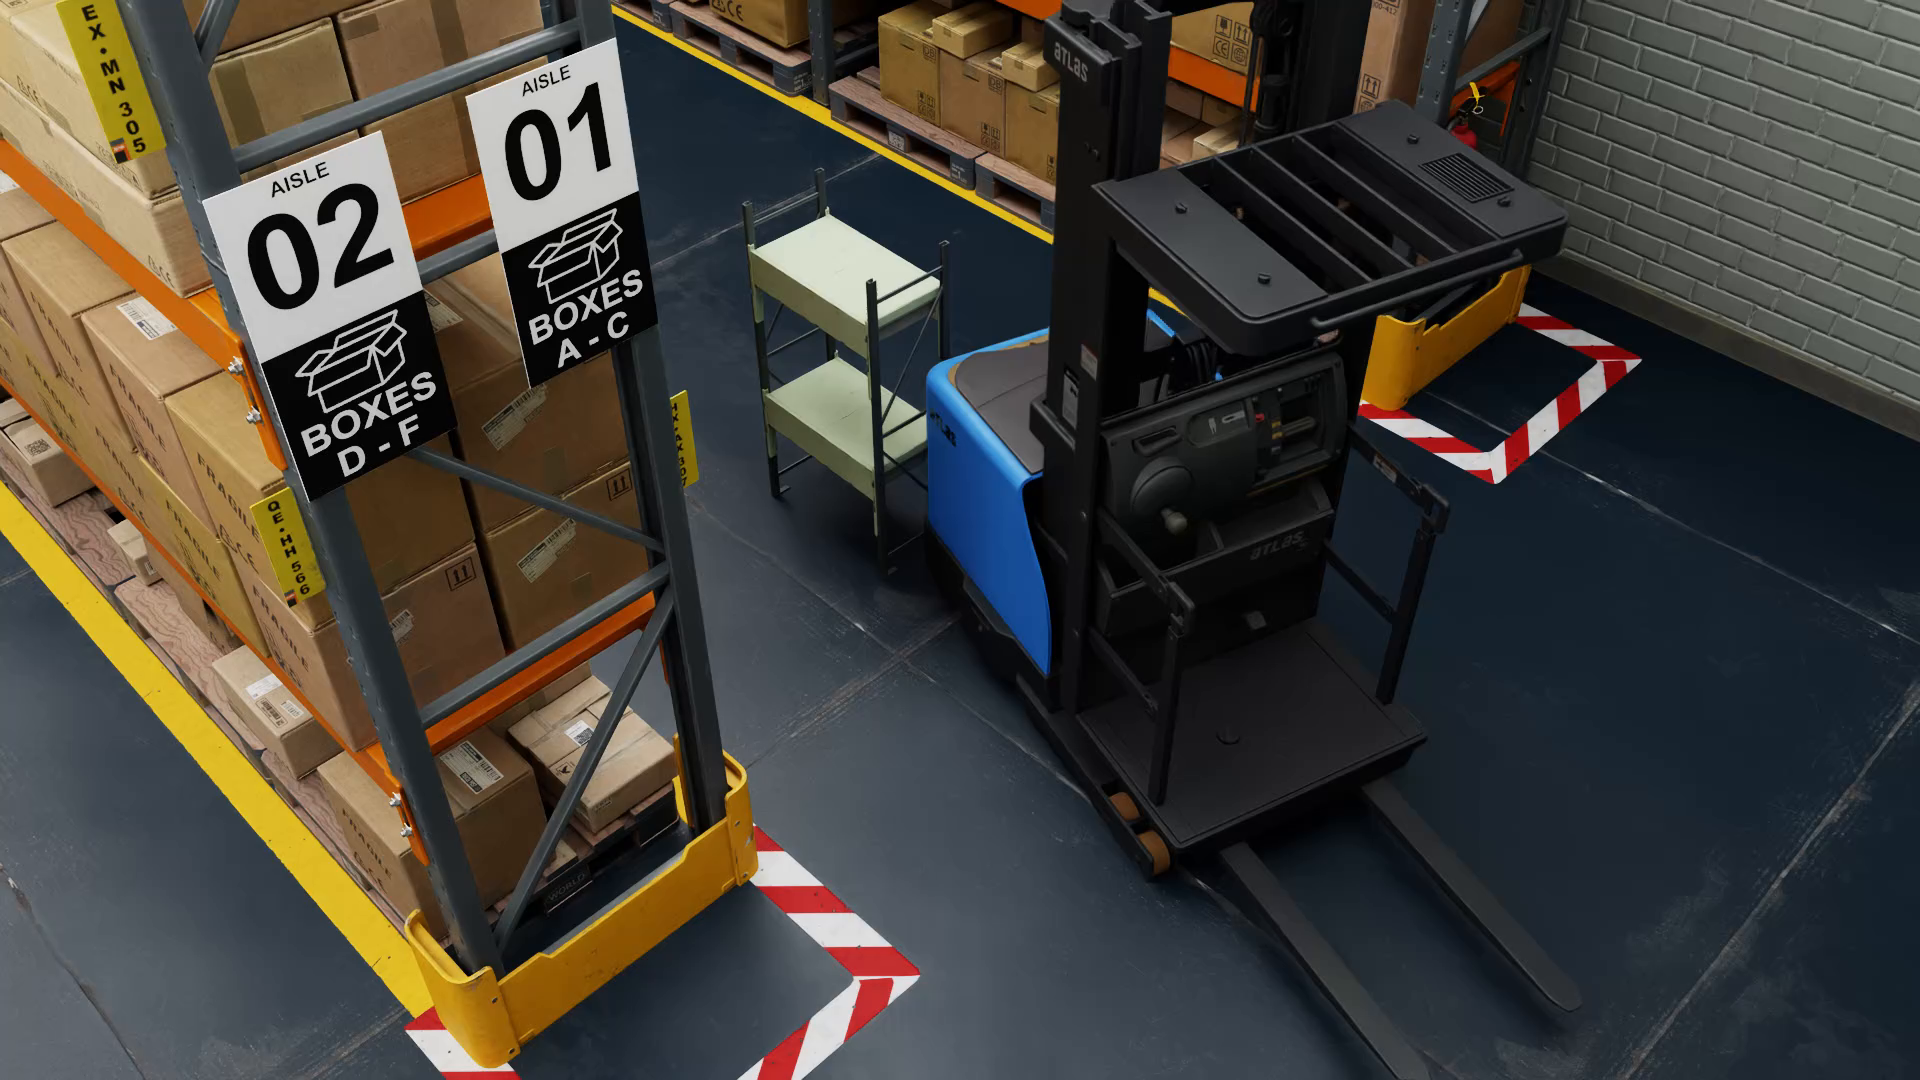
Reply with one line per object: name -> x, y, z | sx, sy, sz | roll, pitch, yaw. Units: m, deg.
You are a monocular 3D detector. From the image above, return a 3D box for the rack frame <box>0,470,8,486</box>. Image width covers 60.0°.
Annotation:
rack frame -> -4.003, -1.616, 6.789 | 1.000, 3.000, 0.127 | -34, 53, -31

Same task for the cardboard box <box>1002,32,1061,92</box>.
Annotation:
cardboard box -> 0.438, -2.556, 8.860 | 0.250, 0.149, 0.380 | 33, 52, 30

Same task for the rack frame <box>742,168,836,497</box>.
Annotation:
rack frame -> -0.694, -0.841, 7.055 | 0.400, 1.500, 0.023 | -33, 52, -30

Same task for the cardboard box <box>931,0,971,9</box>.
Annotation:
cardboard box -> -0.005, -3.223, 9.582 | 0.250, 0.149, 0.380 | 34, 52, 31

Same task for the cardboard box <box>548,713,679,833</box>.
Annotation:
cardboard box -> -1.231, 0.825, 5.923 | 0.380, 0.149, 0.250 | -34, 53, -31

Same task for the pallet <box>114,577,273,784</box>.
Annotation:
pallet -> -2.653, 0.325, 6.743 | 1.003, 0.211, 1.213 | -34, 53, -31

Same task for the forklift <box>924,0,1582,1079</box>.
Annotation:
forklift -> 0.988, -0.229, 5.338 | 1.130, 2.935, 3.031 | -20, 46, -20

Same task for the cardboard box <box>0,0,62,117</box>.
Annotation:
cardboard box -> -2.075, -1.289, 3.967 | 0.500, 0.250, 0.500 | -34, 53, -31

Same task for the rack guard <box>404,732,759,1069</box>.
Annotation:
rack guard -> -1.232, 1.187, 5.597 | 1.175, 0.500, 0.348 | -34, 53, -31

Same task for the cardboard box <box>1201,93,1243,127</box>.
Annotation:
cardboard box -> 1.456, -2.232, 8.510 | 0.380, 0.149, 0.250 | -34, 52, -31

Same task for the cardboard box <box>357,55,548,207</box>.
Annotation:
cardboard box -> -1.361, -1.110, 4.141 | 0.500, 0.250, 0.500 | -34, 53, -31

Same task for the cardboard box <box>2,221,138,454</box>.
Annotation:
cardboard box -> -2.414, -0.670, 4.954 | 0.500, 0.500, 0.500 | -33, 52, -30

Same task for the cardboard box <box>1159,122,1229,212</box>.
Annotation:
cardboard box -> 1.408, -1.835, 8.558 | 0.500, 0.500, 0.700 | 34, 53, 31

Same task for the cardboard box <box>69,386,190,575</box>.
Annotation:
cardboard box -> -2.405, -0.306, 5.297 | 0.500, 0.500, 0.500 | -34, 52, -31

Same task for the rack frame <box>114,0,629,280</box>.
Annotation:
rack frame -> -1.178, -1.898, 2.673 | 1.000, 3.000, 0.127 | -34, 53, -31

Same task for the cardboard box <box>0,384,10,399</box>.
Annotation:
cardboard box -> -4.555, -0.960, 7.596 | 0.500, 0.500, 0.500 | 34, 52, 31

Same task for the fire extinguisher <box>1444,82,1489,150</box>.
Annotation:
fire extinguisher -> 2.106, -1.611, 7.115 | 0.296, 0.674, 0.183 | -34, 53, -31

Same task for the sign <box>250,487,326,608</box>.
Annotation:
sign -> -1.586, 0.021, 3.931 | 0.100, 0.325, 0.005 | -34, 53, -31

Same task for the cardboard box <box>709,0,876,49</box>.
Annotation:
cardboard box -> -1.050, -3.607, 10.218 | 0.750, 0.750, 0.750 | -33, 52, -31

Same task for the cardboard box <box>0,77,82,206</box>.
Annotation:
cardboard box -> -2.073, -1.107, 4.138 | 0.500, 0.250, 0.500 | -34, 53, -31

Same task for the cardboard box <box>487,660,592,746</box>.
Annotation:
cardboard box -> -1.715, 0.516, 6.183 | 0.500, 0.250, 0.500 | -34, 53, -31

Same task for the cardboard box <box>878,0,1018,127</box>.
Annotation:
cardboard box -> -0.043, -2.820, 9.624 | 0.700, 0.500, 0.500 | -33, 52, -31

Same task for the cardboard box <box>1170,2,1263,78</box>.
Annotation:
cardboard box -> 1.437, -2.765, 7.811 | 0.700, 0.700, 0.980 | 34, 52, 31

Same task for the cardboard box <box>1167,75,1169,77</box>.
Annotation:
cardboard box -> 1.094, -2.477, 8.775 | 0.380, 0.149, 0.250 | -34, 52, -31

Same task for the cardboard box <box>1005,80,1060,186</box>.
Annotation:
cardboard box -> 0.670, -2.329, 9.093 | 0.700, 0.500, 0.500 | -33, 52, -30

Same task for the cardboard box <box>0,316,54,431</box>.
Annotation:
cardboard box -> -3.121, -0.792, 5.823 | 0.500, 0.500, 0.500 | 34, 52, 31

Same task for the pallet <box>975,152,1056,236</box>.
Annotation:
pallet -> 0.849, -1.979, 9.236 | 1.003, 0.211, 1.213 | -34, 53, -31

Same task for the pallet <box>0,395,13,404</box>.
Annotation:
pallet -> -4.604, -0.965, 8.139 | 1.003, 0.211, 1.213 | -34, 53, -31

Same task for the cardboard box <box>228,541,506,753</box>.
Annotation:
cardboard box -> -1.687, 0.184, 4.767 | 0.500, 0.500, 0.500 | -32, 52, -30

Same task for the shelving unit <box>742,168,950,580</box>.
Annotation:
shelving unit -> -0.443, -0.660, 6.859 | 0.431, 1.500, 0.755 | -33, 52, -30

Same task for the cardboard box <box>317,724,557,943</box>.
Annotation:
cardboard box -> -1.737, 0.919, 5.563 | 0.500, 0.500, 0.500 | -34, 53, -31

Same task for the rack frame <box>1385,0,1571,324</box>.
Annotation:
rack frame -> 2.326, -2.070, 7.280 | 1.000, 3.000, 0.127 | -34, 53, -31

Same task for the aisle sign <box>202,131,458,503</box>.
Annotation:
aisle sign -> -1.347, -0.470, 3.632 | 0.394, 0.787, 0.004 | -34, 53, -31

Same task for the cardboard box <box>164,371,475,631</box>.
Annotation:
cardboard box -> -1.688, -0.180, 4.425 | 0.500, 0.500, 0.500 | 34, 52, 31

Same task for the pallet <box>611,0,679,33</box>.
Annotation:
pallet -> -1.963, -3.889, 11.303 | 1.003, 0.211, 1.213 | -34, 53, -31

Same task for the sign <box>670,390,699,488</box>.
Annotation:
sign -> -0.794, -0.272, 4.697 | 0.100, 0.325, 0.005 | -34, 53, -31

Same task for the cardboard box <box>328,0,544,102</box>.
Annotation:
cardboard box -> -1.357, -1.296, 3.974 | 0.500, 0.250, 0.500 | -34, 53, -31

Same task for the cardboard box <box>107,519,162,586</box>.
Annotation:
cardboard box -> -3.242, -0.021, 6.826 | 0.380, 0.166, 0.250 | -34, 53, -31

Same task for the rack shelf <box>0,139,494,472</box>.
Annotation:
rack shelf -> -2.591, -1.493, 4.975 | 1.077, 0.370, 4.000 | -34, 53, -31

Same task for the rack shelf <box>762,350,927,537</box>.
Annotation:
rack shelf -> -0.443, -0.421, 7.080 | 0.431, 0.370, 0.720 | -33, 52, -30
